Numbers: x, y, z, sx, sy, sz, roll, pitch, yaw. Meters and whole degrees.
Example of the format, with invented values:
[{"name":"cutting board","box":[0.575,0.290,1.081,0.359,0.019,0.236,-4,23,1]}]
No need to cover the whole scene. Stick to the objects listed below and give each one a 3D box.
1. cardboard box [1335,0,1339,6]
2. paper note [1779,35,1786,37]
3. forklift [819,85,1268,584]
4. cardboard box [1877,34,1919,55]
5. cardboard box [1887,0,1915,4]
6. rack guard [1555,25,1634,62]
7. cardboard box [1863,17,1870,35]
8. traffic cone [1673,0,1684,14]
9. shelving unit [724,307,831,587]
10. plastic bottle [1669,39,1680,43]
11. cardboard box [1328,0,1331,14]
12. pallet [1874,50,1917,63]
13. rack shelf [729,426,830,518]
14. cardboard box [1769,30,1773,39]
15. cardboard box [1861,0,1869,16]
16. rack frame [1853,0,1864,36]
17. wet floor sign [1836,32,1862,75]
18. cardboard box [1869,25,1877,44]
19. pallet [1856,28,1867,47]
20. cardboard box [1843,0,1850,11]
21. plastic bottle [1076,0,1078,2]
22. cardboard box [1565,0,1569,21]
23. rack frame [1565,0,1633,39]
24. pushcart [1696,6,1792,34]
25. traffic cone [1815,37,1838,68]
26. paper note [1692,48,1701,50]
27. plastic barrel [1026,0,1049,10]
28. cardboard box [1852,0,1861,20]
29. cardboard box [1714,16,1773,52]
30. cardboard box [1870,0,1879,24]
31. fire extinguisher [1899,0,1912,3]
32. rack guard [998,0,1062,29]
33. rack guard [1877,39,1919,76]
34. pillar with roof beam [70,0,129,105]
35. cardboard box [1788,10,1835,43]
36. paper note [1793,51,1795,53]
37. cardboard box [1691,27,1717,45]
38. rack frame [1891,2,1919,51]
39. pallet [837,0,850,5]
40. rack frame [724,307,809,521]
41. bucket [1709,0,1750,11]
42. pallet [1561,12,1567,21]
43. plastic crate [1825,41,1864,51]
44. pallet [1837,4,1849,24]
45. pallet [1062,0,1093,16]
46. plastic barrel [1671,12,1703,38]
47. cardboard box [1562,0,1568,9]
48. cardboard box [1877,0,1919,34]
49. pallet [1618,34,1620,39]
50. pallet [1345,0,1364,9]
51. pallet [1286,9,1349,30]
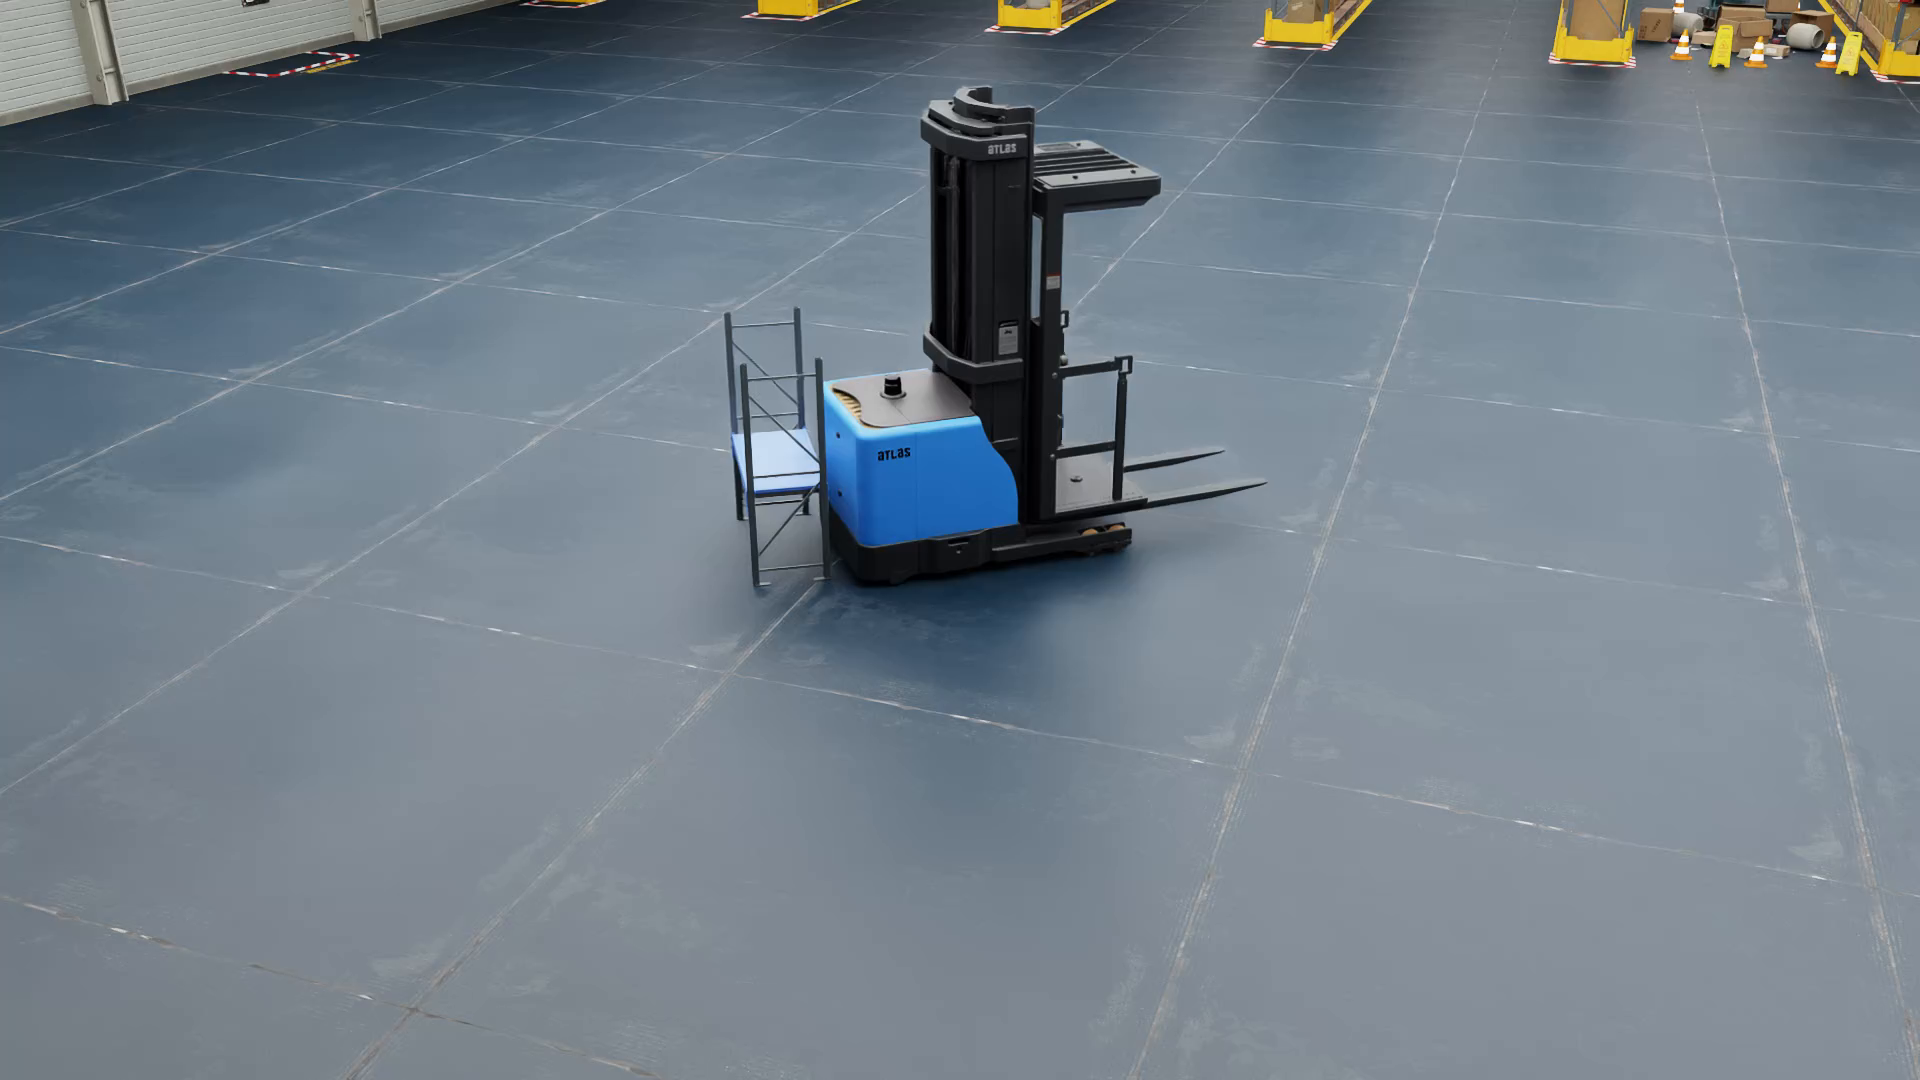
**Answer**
[{"name":"cardboard box","box":[6.965,-10.529,31.941,0.500,0.500,0.500,19,32,34]},{"name":"paper note","box":[14.880,-9.117,30.044,0.148,0.019,0.142,9,27,17]},{"name":"forklift","box":[0.615,-1.426,10.832,3.031,2.935,1.130,-9,27,-19]},{"name":"cardboard box","box":[15.357,-8.112,27.236,0.500,0.250,0.500,9,27,17]},{"name":"cardboard box","box":[15.413,-8.888,27.233,0.380,0.149,0.250,10,27,19]},{"name":"rack guard","box":[10.624,-8.321,27.862,1.175,0.500,0.348,9,27,17]},{"name":"cardboard box","box":[16.047,-8.950,28.967,0.500,0.250,0.500,10,28,20]},{"name":"traffic cone","box":[13.833,-10.290,31.971,0.336,0.463,0.334,9,27,17]},{"name":"shelving unit","box":[-1.191,-0.621,10.812,0.538,1.500,1.048,-6,26,-11]},{"name":"plastic bottle","box":[12.706,-8.831,29.419,0.283,0.061,0.133,0,26,-1]},{"name":"cardboard box","box":[6.605,-10.040,30.931,0.500,0.500,0.500,11,28,22]},{"name":"pallet","box":[15.663,-7.884,27.292,1.003,0.211,1.213,9,27,17]},{"name":"rack shelf","box":[-1.191,-0.459,10.890,0.538,0.185,1.000,-6,26,-11]},{"name":"cardboard box","box":[14.370,-9.169,29.883,0.258,0.266,0.396,-9,27,-18]},{"name":"cardboard box","box":[16.214,-9.509,29.260,0.500,0.500,0.500,10,28,20]},{"name":"rack frame","box":[16.665,-10.423,29.336,1.000,3.000,0.127,9,27,17]},{"name":"wet floor sign","box":[14.261,-7.797,26.613,0.267,0.644,0.232,20,32,35]},{"name":"cardboard box","box":[15.698,-8.530,28.098,0.500,0.250,0.500,8,27,16]},{"name":"pallet","box":[16.475,-8.887,29.363,1.003,0.211,1.213,9,27,17]},{"name":"cardboard box","box":[17.303,-10.227,31.465,0.950,0.372,0.625,10,27,19]},{"name":"plastic bottle","box":[2.249,-10.616,32.440,0.097,0.201,0.097,0,26,0]},{"name":"cardboard box","box":[11.086,-9.339,29.052,0.875,0.875,0.875,8,27,17]},{"name":"rack frame","box":[10.632,-9.456,27.338,1.000,3.000,0.127,9,27,17]},{"name":"pushcart","box":[14.498,-9.553,30.548,1.648,0.377,0.936,0,26,-1]},{"name":"traffic cone","box":[14.260,-8.001,27.245,0.336,0.463,0.334,9,27,17]},{"name":"paper note","box":[12.741,-8.500,28.772,0.144,0.017,0.142,20,32,35]},{"name":"plastic barrel","box":[1.465,-10.286,31.425,0.421,0.512,0.421,0,26,0]},{"name":"cardboard box","box":[16.837,-9.645,30.263,0.950,0.372,0.625,9,27,18]},{"name":"cardboard box","box":[13.531,-8.745,28.734,0.797,0.503,0.637,-9,27,-18]},{"name":"cardboard box","box":[15.873,-9.074,28.363,0.500,0.500,0.500,10,28,20]},{"name":"fire extinguisher","box":[14.861,-8.764,25.999,0.296,0.674,0.183,9,27,17]},{"name":"rack guard","box":[1.299,-9.848,31.016,1.175,0.500,0.348,9,27,17]},{"name":"rack guard","box":[15.359,-7.686,26.550,1.175,0.500,0.348,9,27,17]},{"name":"pillar with roof beam","box":[-8.541,-9.929,21.431,9.100,9.000,0.400,9,27,17]},{"name":"cardboard box","box":[15.025,-9.056,29.378,0.500,0.500,0.500,-14,29,-27]},{"name":"paper note","box":[14.315,-8.376,28.538,0.032,0.001,0.123,9,27,17]},{"name":"cardboard box","box":[13.128,-8.896,29.318,0.396,0.266,0.258,14,29,26]},{"name":"rack frame","box":[15.334,-8.780,25.941,1.000,3.000,0.127,9,27,17]},{"name":"pallet","box":[-2.729,-11.220,34.180,1.003,0.211,1.213,9,27,17]},{"name":"rack frame","box":[-1.301,-0.837,11.258,0.500,1.500,0.032,-6,26,-11]},{"name":"bucket","box":[14.092,-9.920,30.309,0.726,0.611,0.620,20,22,35]},{"name":"pallet","box":[11.636,-9.543,30.718,1.003,0.211,1.213,9,27,17]},{"name":"plastic crate","box":[15.369,-8.583,28.885,0.402,0.080,0.583,0,26,-1]},{"name":"pallet","box":[17.327,-9.991,31.644,1.003,0.211,1.213,9,27,17]},{"name":"pallet","box":[1.982,-10.551,32.799,1.003,0.211,1.213,9,27,17]},{"name":"plastic barrel","box":[13.032,-9.251,29.872,0.421,0.421,0.512,-14,29,-27]},{"name":"cardboard box","box":[12.085,-10.544,31.685,1.050,0.750,0.750,9,27,17]},{"name":"cardboard box","box":[15.525,-8.650,27.487,0.500,0.500,0.500,10,28,19]},{"name":"pallet","box":[10.824,-8.541,28.647,1.003,0.211,1.213,9,27,17]},{"name":"pallet","box":[7.577,-10.926,33.573,1.003,0.211,1.213,9,27,17]},{"name":"pallet","box":[6.725,-9.821,31.292,1.003,0.211,1.213,9,27,17]}]
